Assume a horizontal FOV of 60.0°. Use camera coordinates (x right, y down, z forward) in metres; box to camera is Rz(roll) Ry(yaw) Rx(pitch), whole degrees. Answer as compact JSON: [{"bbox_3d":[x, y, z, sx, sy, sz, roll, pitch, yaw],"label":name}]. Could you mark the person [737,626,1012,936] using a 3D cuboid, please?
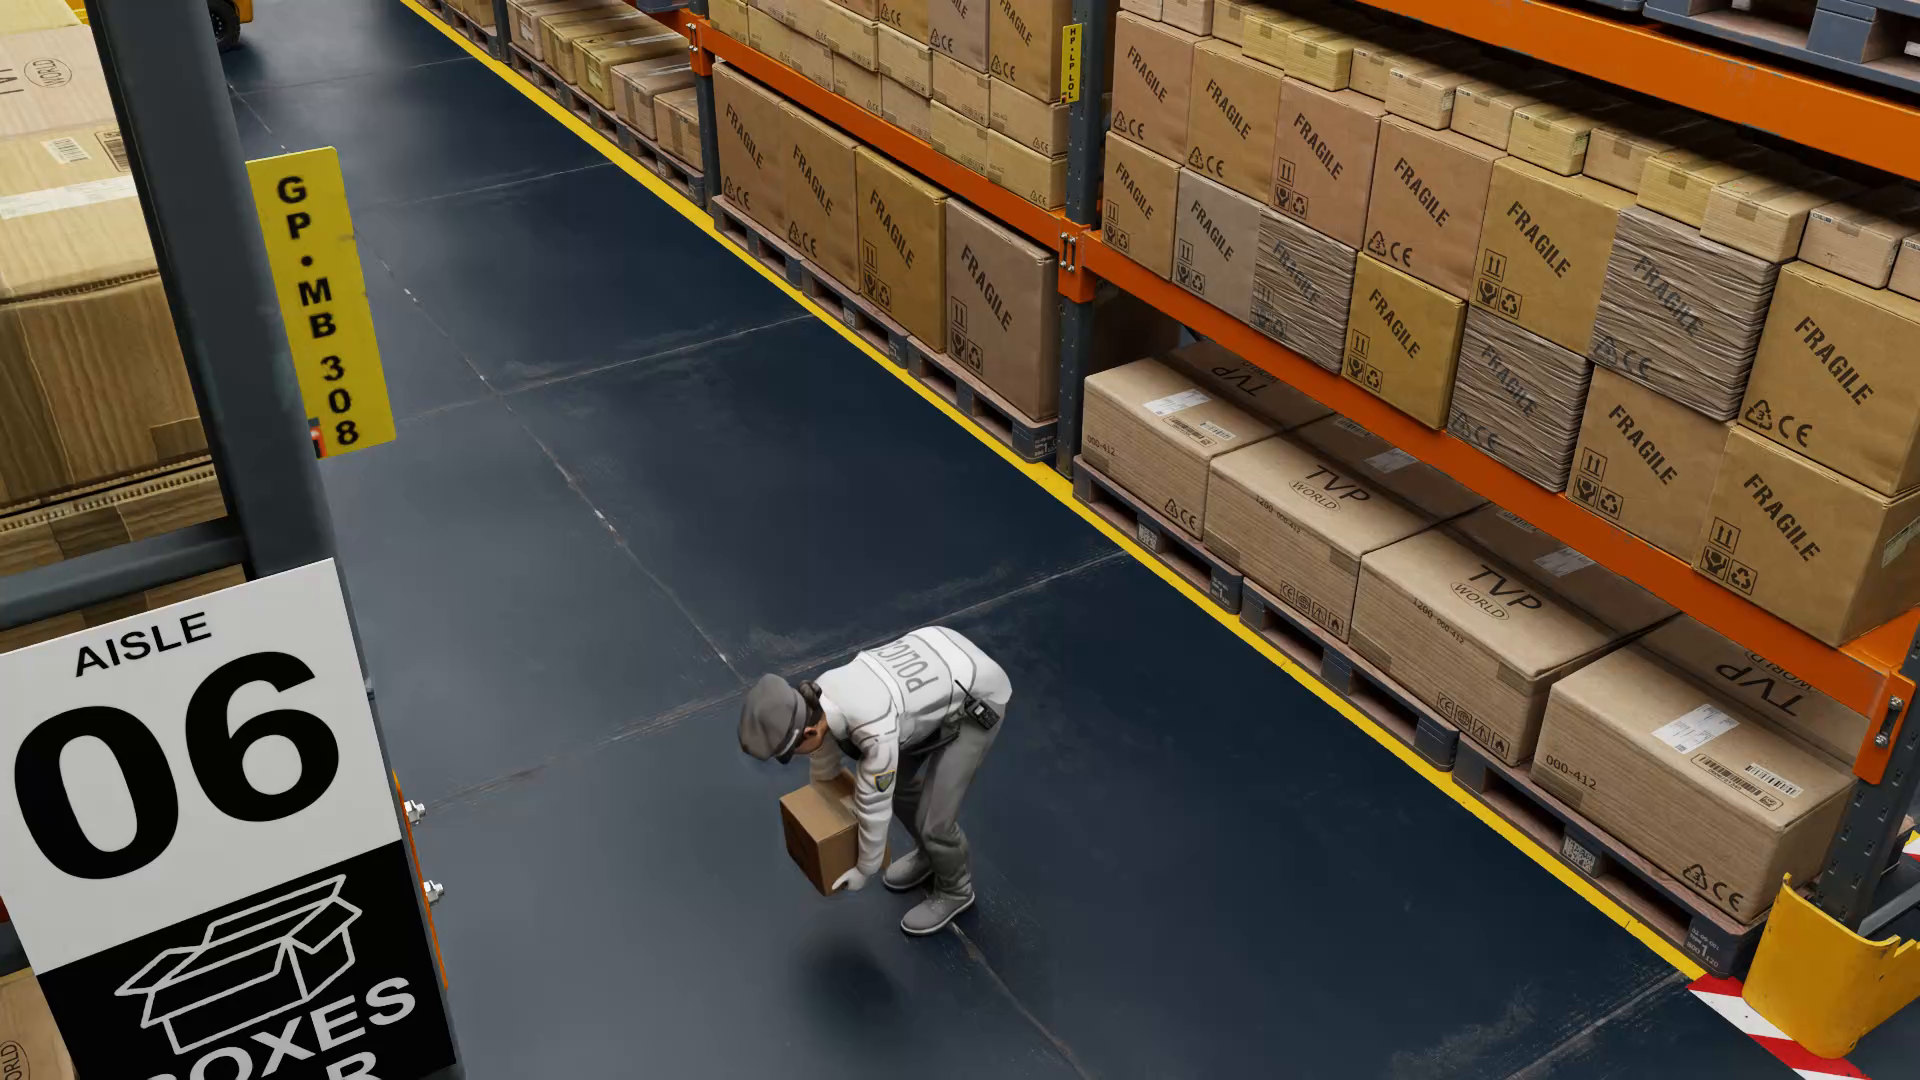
[{"bbox_3d":[-0.266,0.808,5.361,0.923,1.151,0.408,-20,38,-29],"label":"person"}]
